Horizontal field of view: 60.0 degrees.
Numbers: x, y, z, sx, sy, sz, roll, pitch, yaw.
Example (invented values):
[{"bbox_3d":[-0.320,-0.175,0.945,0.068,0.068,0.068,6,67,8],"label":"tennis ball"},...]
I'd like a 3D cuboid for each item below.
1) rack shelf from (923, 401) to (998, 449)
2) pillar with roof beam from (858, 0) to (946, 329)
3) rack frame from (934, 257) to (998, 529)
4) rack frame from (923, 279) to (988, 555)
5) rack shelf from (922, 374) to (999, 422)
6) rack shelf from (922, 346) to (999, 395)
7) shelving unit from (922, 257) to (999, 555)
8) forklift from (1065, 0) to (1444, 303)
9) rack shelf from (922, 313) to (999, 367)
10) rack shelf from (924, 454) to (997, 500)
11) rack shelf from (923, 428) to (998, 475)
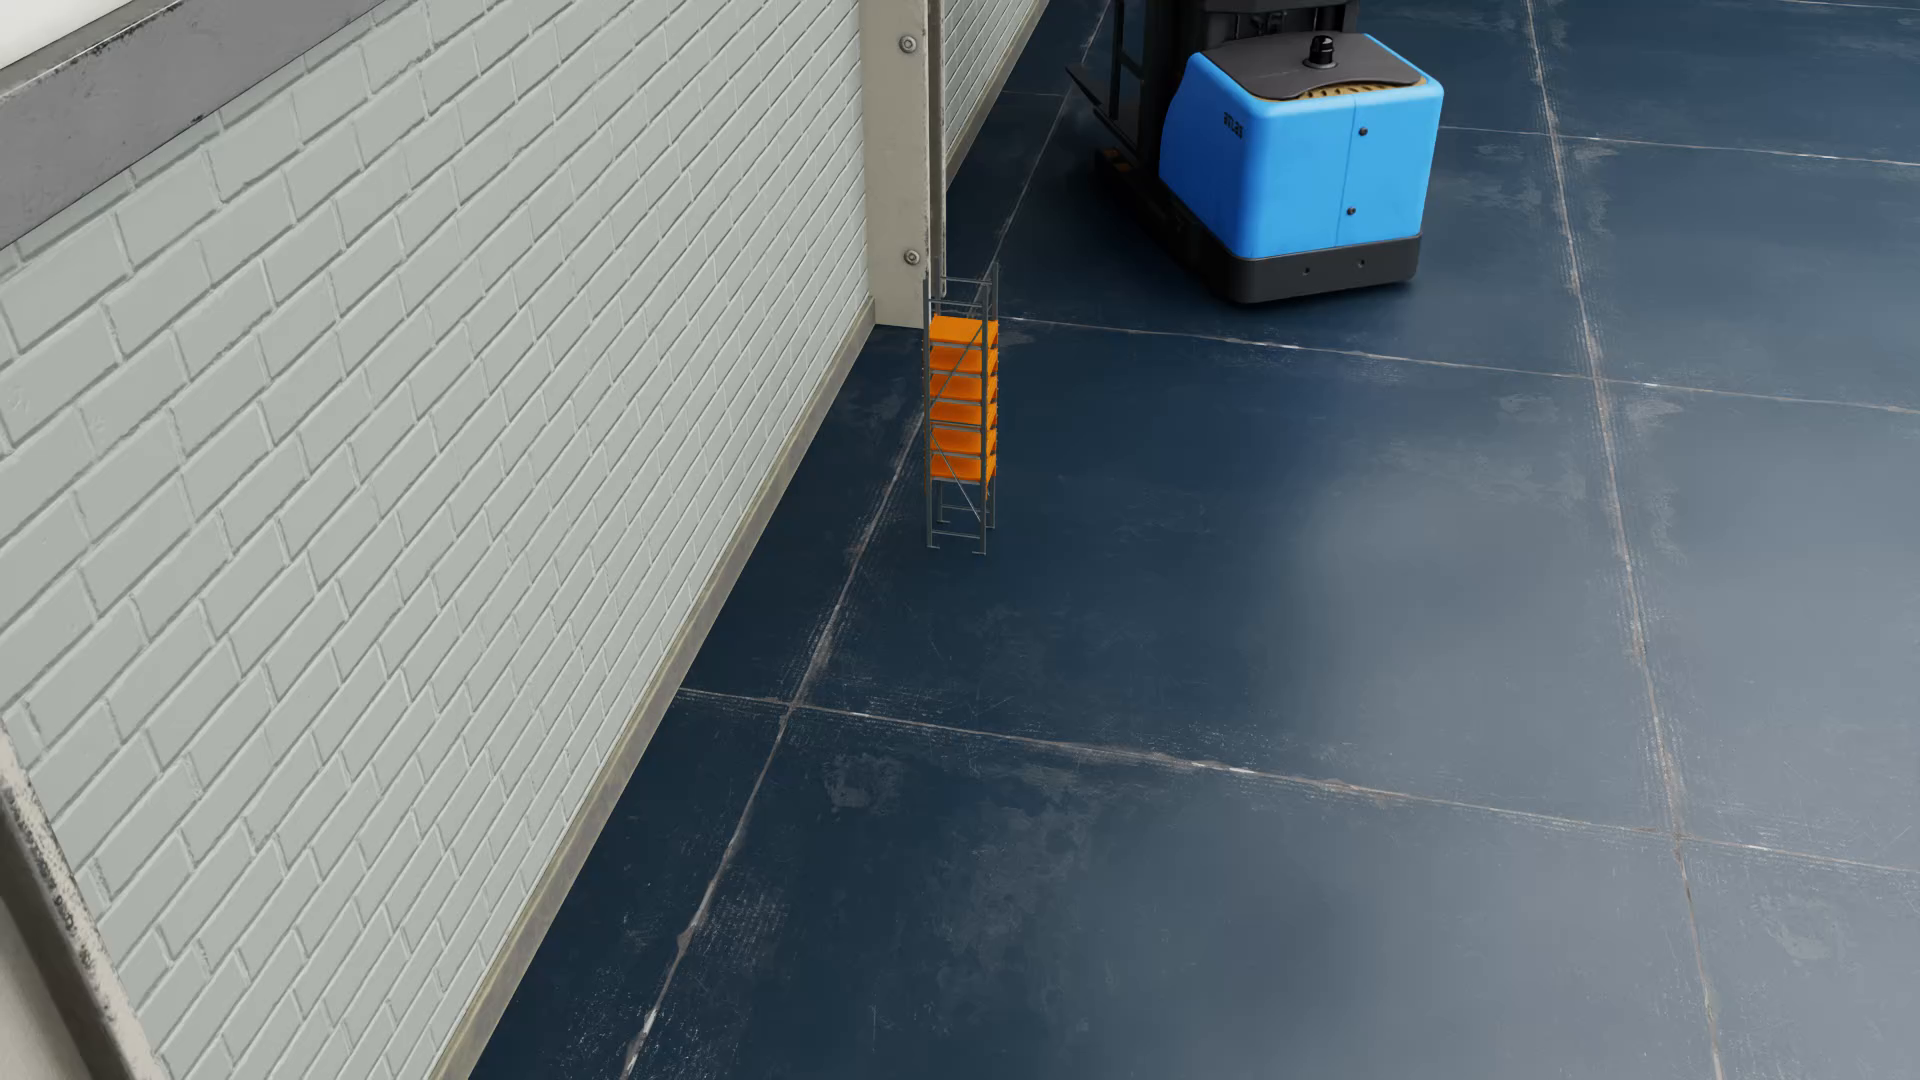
[{"bbox_3d":[0.003,-0.458,6.435,0.258,0.103,0.180,7,37,10],"label":"rack shelf"},{"bbox_3d":[3.944,-4.275,4.980,9.100,9.000,0.400,7,37,10],"label":"pillar with roof beam"},{"bbox_3d":[0.023,-0.547,6.482,0.240,1.200,0.006,7,37,10],"label":"rack frame"},{"bbox_3d":[-0.016,-0.442,6.337,0.240,1.200,0.006,7,37,10],"label":"rack frame"},{"bbox_3d":[0.003,-0.555,6.365,0.258,0.103,0.180,7,37,10],"label":"rack shelf"},{"bbox_3d":[0.003,-0.652,6.295,0.258,0.103,0.180,7,37,10],"label":"rack shelf"},{"bbox_3d":[0.003,-0.494,6.409,0.258,1.200,0.189,7,37,10],"label":"shelving unit"},{"bbox_3d":[1.421,-3.225,8.701,1.130,2.935,3.031,-10,37,-13],"label":"forklift"},{"bbox_3d":[0.003,-0.750,6.224,0.258,0.103,0.180,7,37,10],"label":"rack shelf"},{"bbox_3d":[0.003,-0.264,6.576,0.258,0.103,0.180,7,37,10],"label":"rack shelf"},{"bbox_3d":[0.003,-0.361,6.506,0.258,0.103,0.180,7,37,10],"label":"rack shelf"}]
